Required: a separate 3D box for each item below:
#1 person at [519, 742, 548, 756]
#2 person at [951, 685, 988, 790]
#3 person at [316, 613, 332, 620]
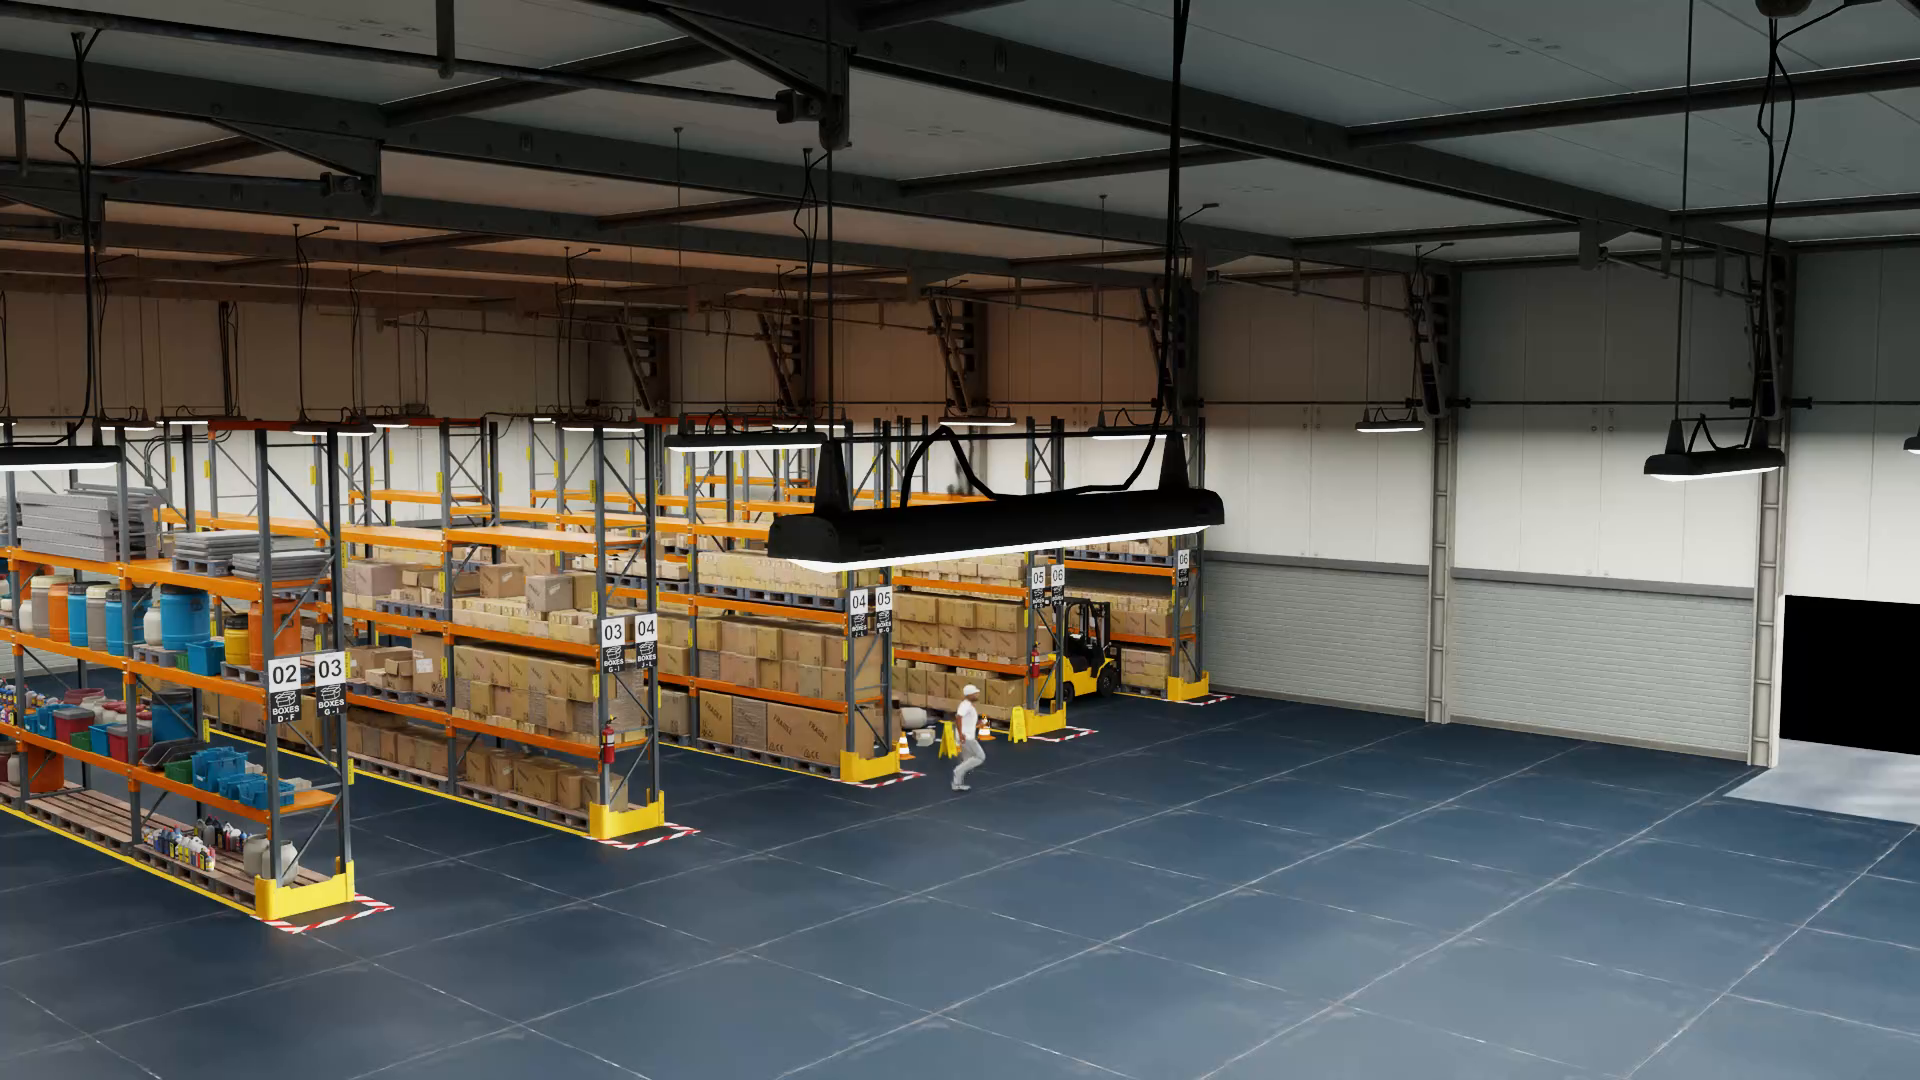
[{"bbox_3d":[-7.575,2.987,29.661,0.714,1.818,0.683,3,5,29],"label":"person"},{"bbox_3d":[0.158,3.218,27.098,0.623,1.713,0.696,-1,5,-7],"label":"person"},{"bbox_3d":[-14.167,2.374,37.124,0.643,1.769,0.918,-4,6,-41],"label":"person"}]
